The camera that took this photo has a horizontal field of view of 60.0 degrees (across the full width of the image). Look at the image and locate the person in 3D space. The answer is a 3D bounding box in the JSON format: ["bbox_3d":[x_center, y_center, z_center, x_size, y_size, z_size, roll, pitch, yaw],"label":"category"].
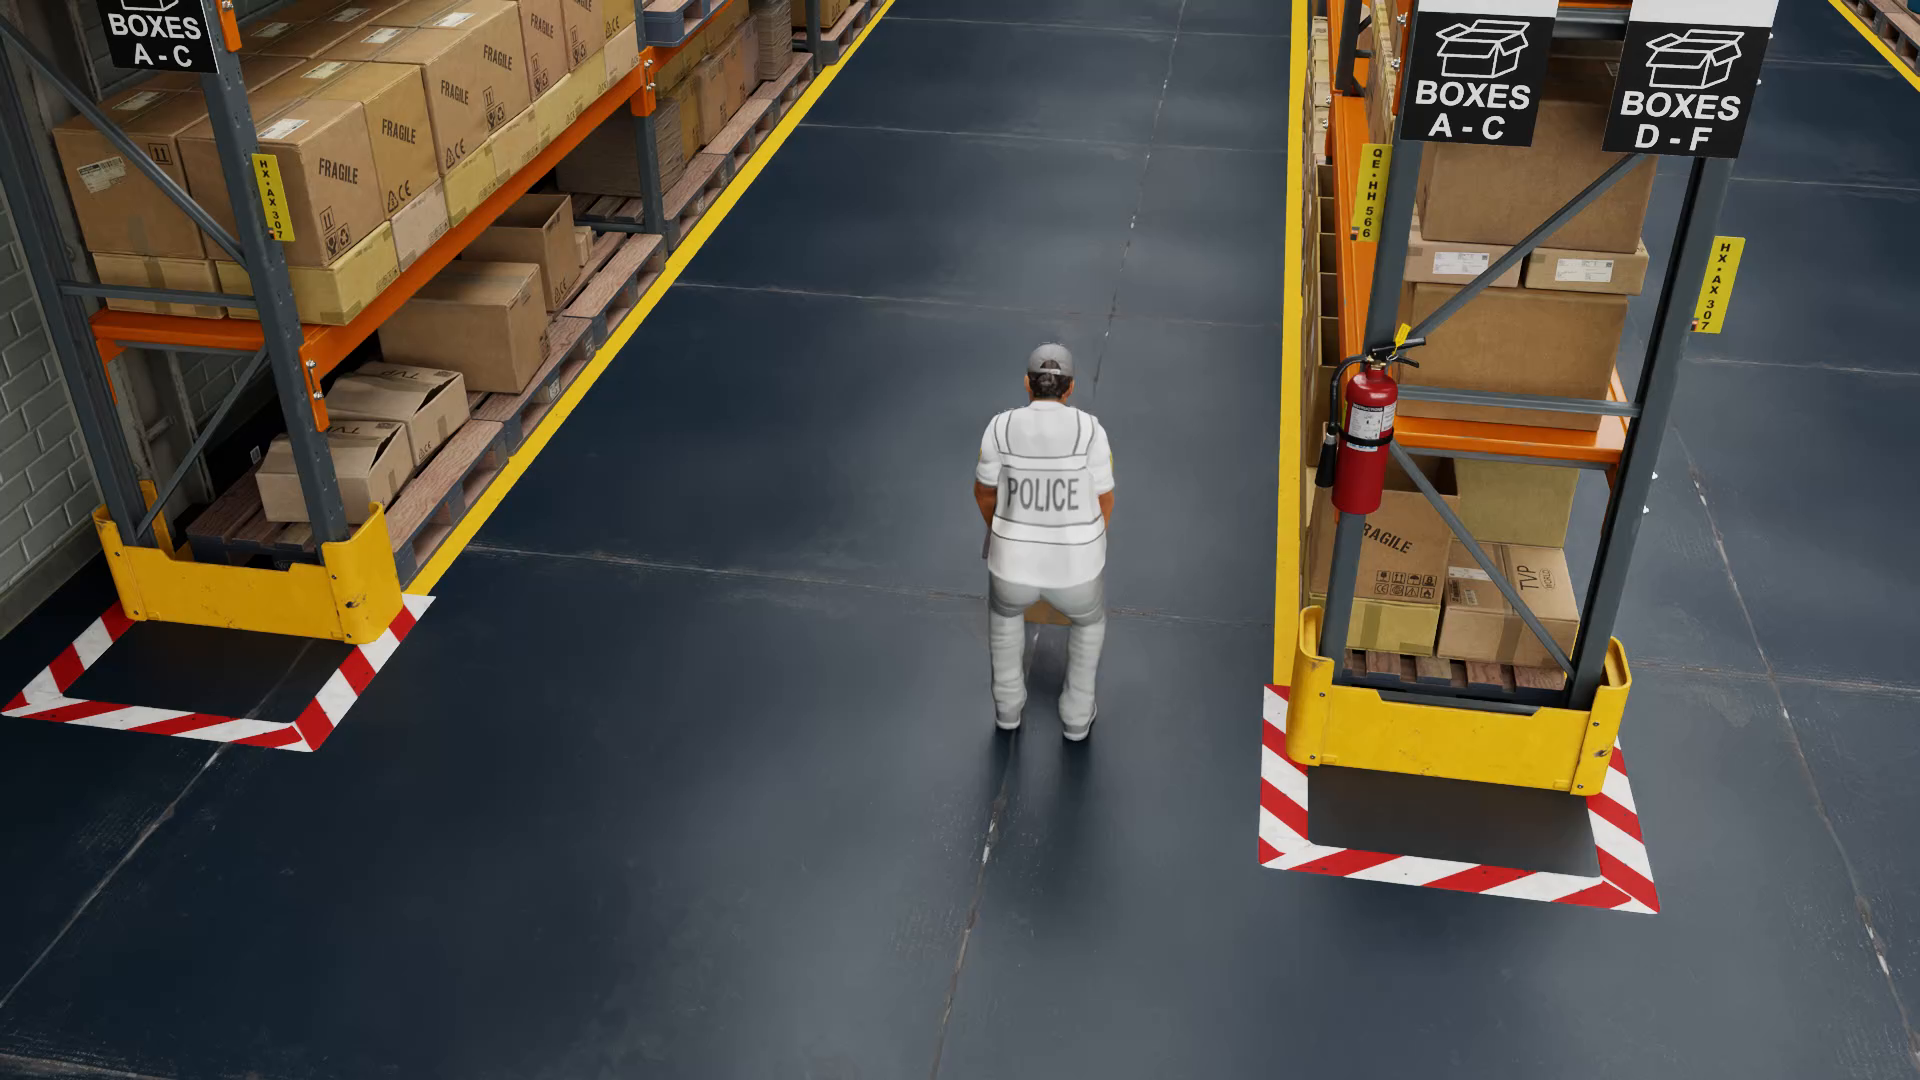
[{"bbox_3d":[0.302,0.070,6.231,0.530,1.457,0.671,6,33,9],"label":"person"}]
